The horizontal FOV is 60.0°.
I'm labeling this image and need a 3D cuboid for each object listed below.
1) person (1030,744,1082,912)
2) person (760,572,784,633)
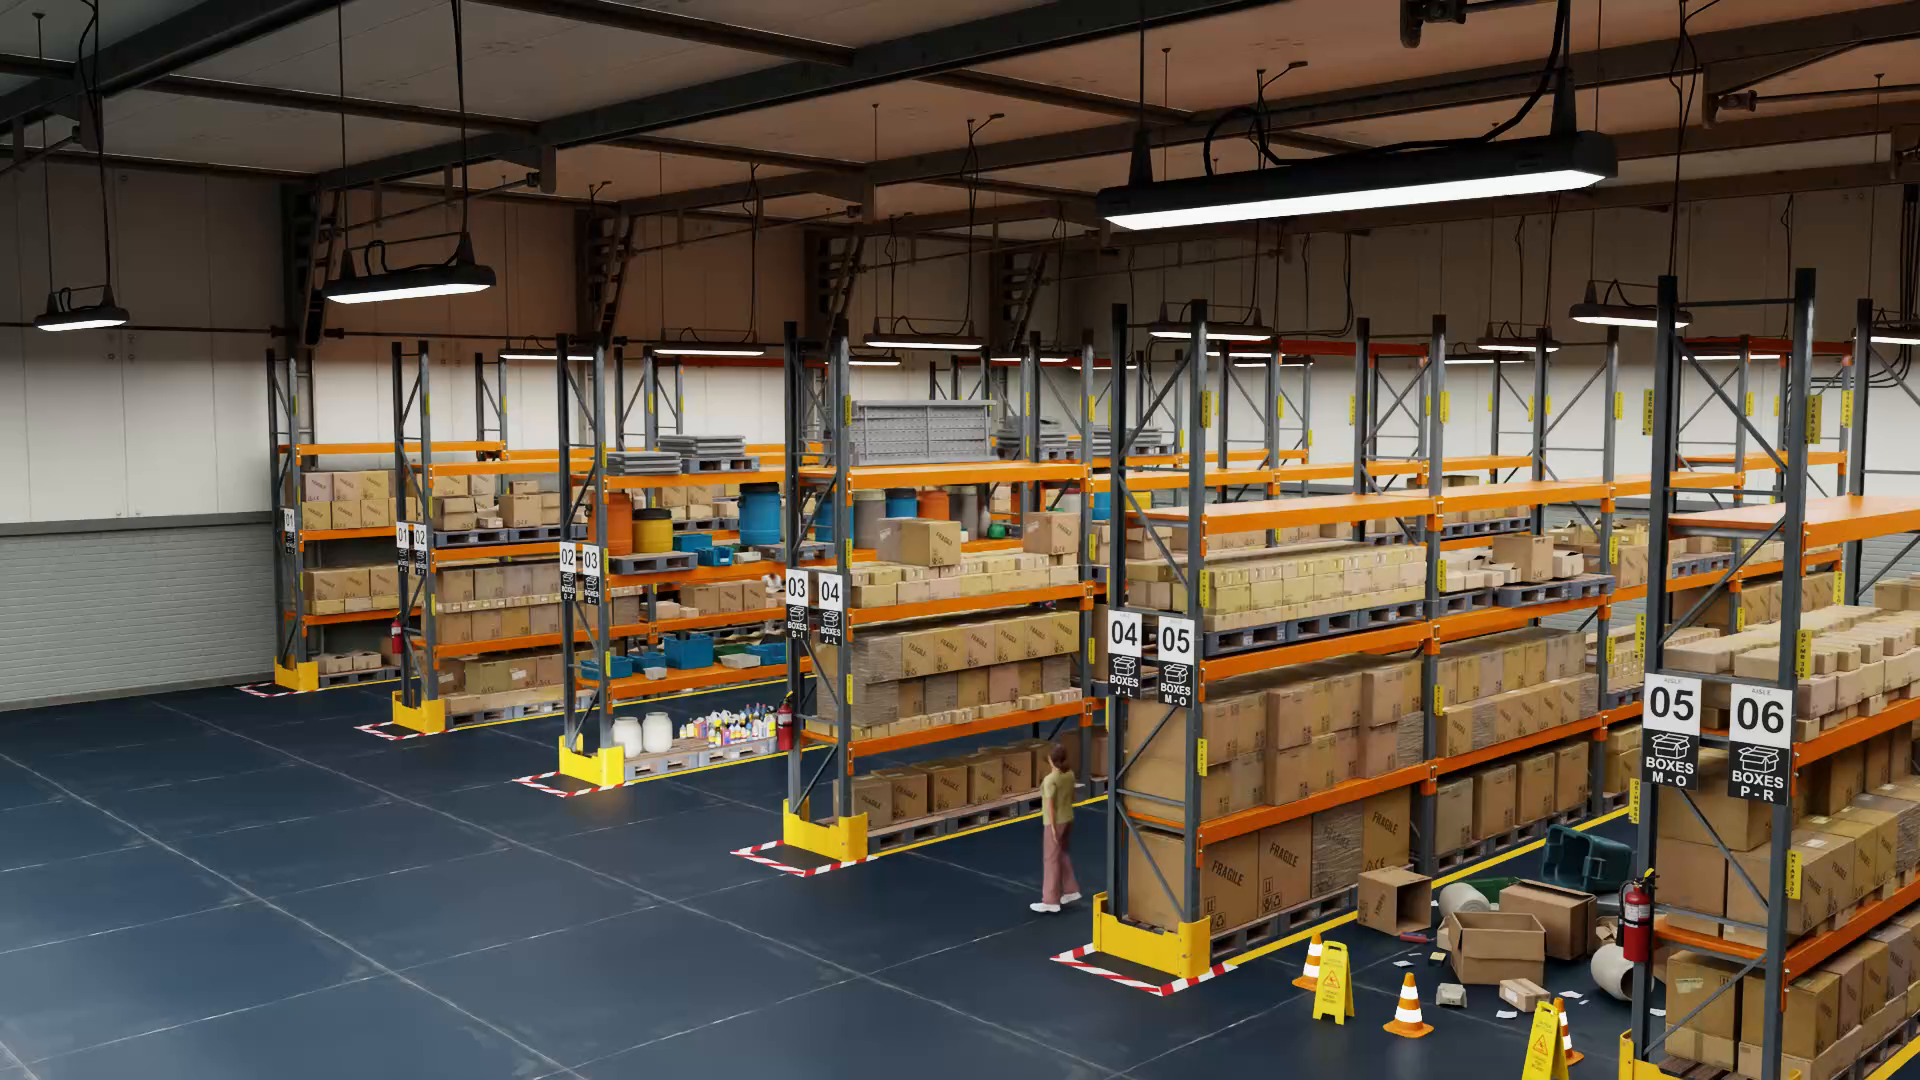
[{"bbox_3d":[0.987,2.873,16.707,0.358,1.675,0.504,4,6,39],"label":"person"},{"bbox_3d":[-3.772,1.330,33.980,0.590,1.780,0.564,4,6,38],"label":"person"}]
